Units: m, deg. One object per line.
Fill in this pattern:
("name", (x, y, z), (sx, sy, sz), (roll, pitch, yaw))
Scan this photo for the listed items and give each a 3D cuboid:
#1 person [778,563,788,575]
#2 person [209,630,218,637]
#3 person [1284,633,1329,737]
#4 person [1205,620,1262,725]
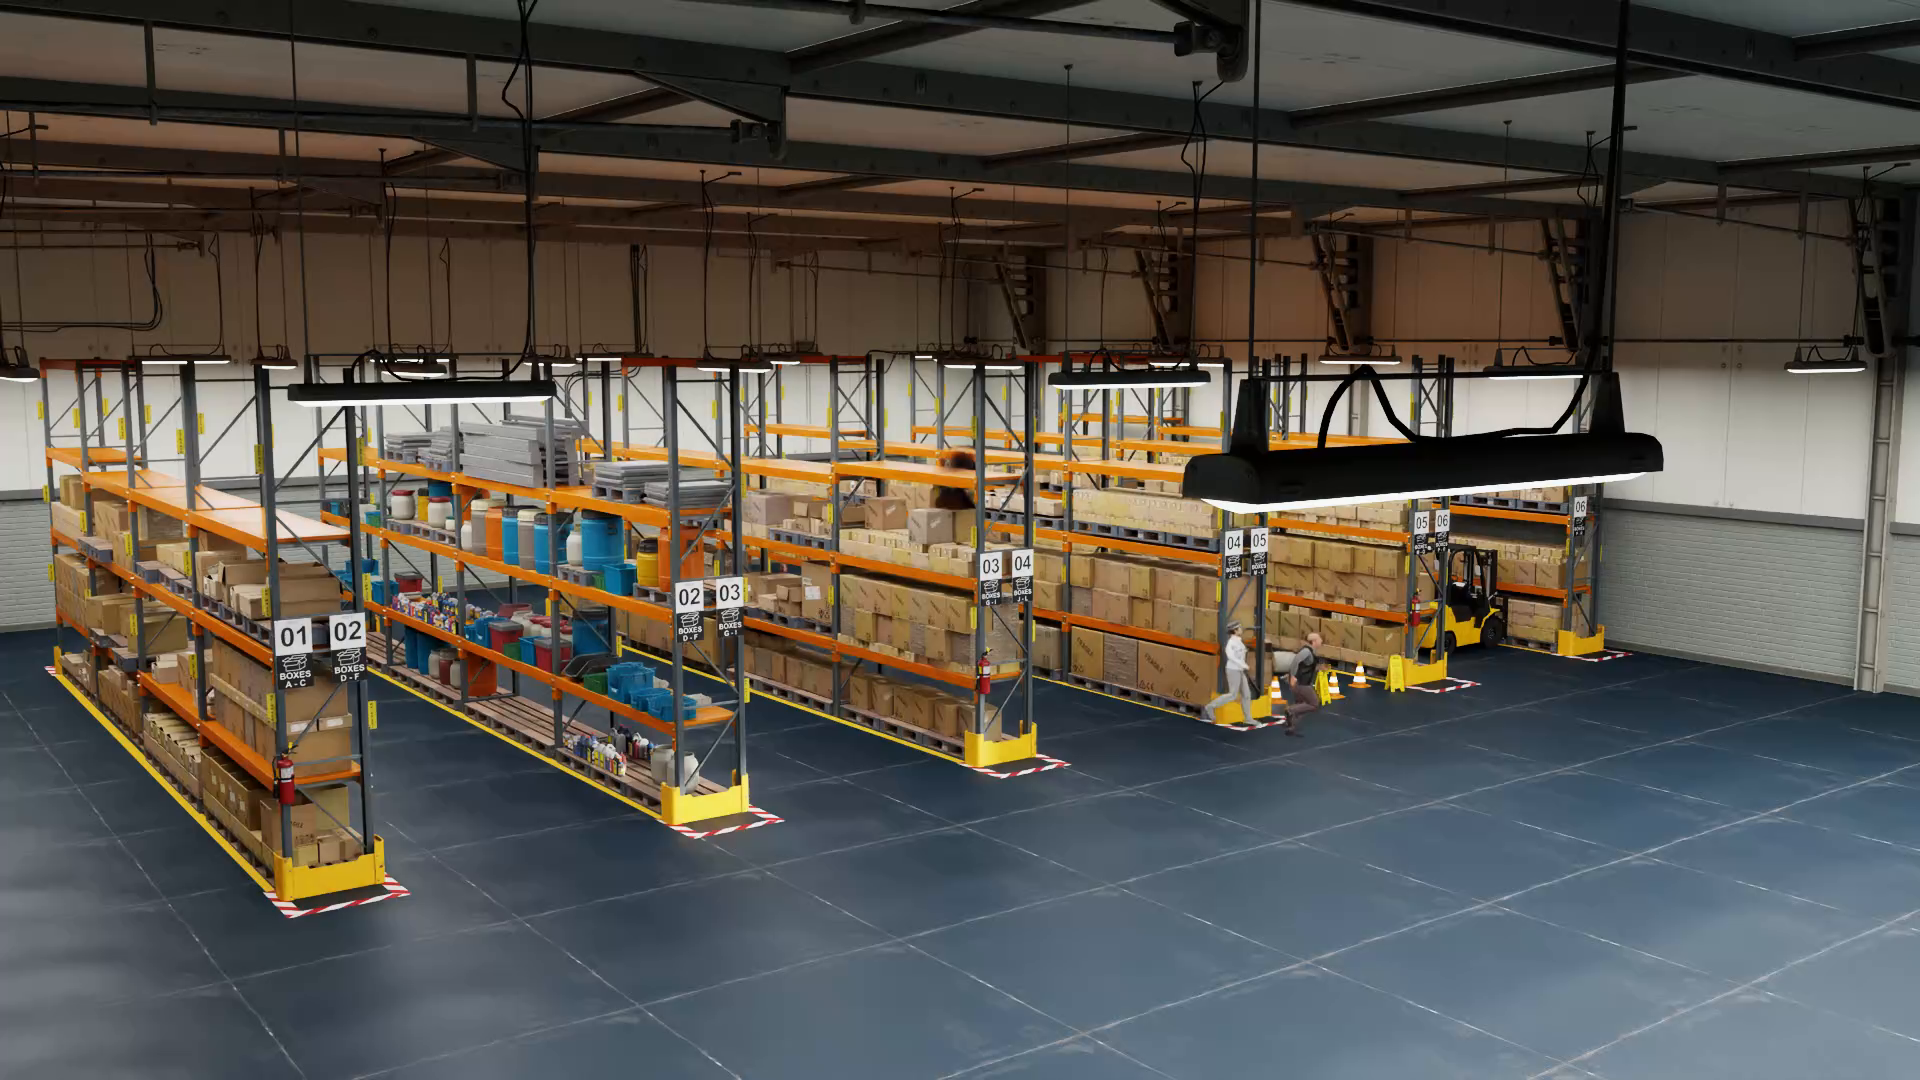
("person", (-3.799, 1.268, 35.853), (0.541, 1.555, 0.543), (-6, 9, -43))
("person", (-14.166, 1.723, 31.727), (0.725, 1.634, 0.591), (6, 9, 43))
("person", (5.465, 2.287, 26.218), (0.702, 1.657, 0.646), (1, 7, 6))
("person", (4.405, 2.095, 26.583), (0.899, 1.650, 0.675), (2, 7, 16))
